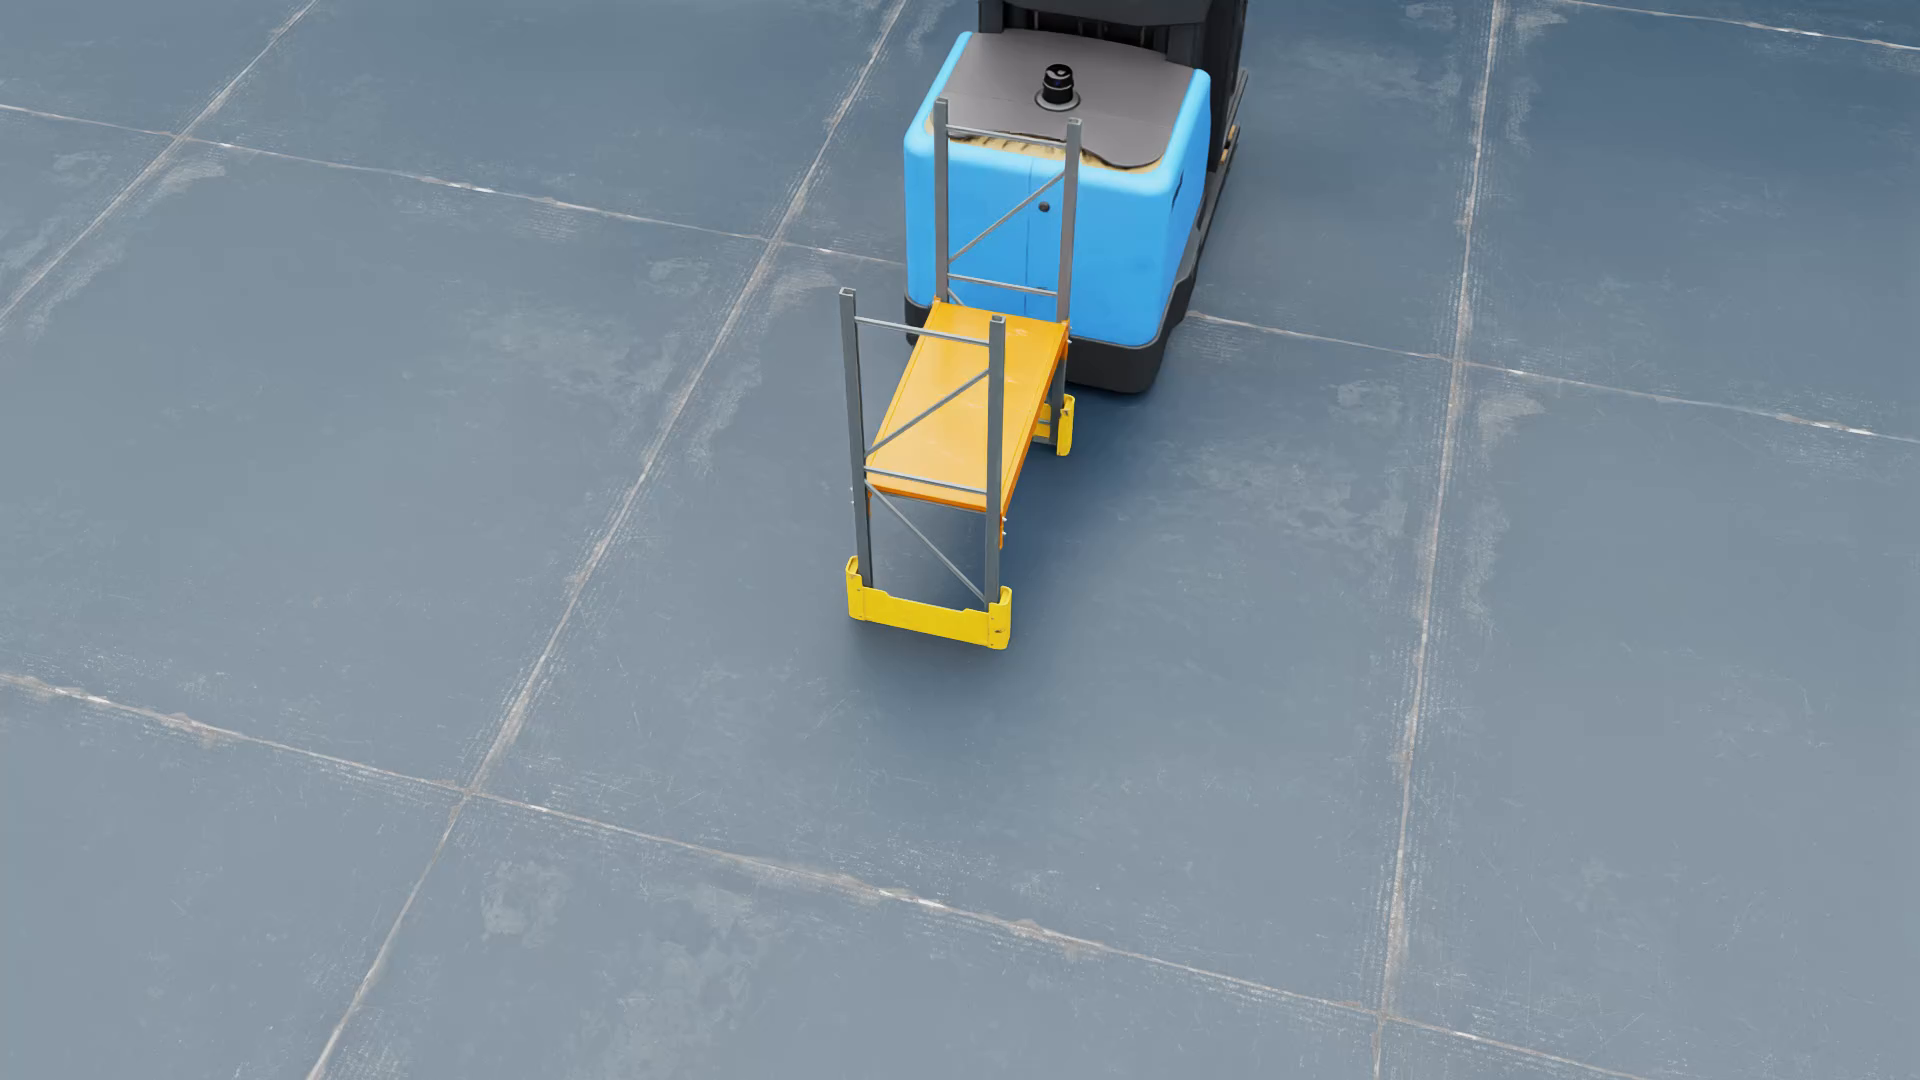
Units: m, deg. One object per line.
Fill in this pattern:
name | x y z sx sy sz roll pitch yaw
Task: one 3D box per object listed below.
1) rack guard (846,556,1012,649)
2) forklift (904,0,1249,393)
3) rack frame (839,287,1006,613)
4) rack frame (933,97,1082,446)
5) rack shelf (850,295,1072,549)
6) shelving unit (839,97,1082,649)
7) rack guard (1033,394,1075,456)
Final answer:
rack guard | -0.111 0.222 5.887 0.587 0.250 0.087 12 50 10
forklift | 0.685 -2.692 6.671 1.130 2.935 3.031 13 50 11
rack frame | -0.111 -0.190 5.418 0.500 1.500 0.032 12 50 10
rack frame | 0.156 -0.926 6.067 0.500 1.500 0.032 12 50 10
rack shelf | 0.022 -0.439 5.877 0.538 0.185 1.000 12 50 10
shelving unit | 0.020 -0.551 5.736 0.587 1.500 1.083 12 50 10
rack guard | 0.151 -0.498 6.523 0.587 0.250 0.087 12 50 10
